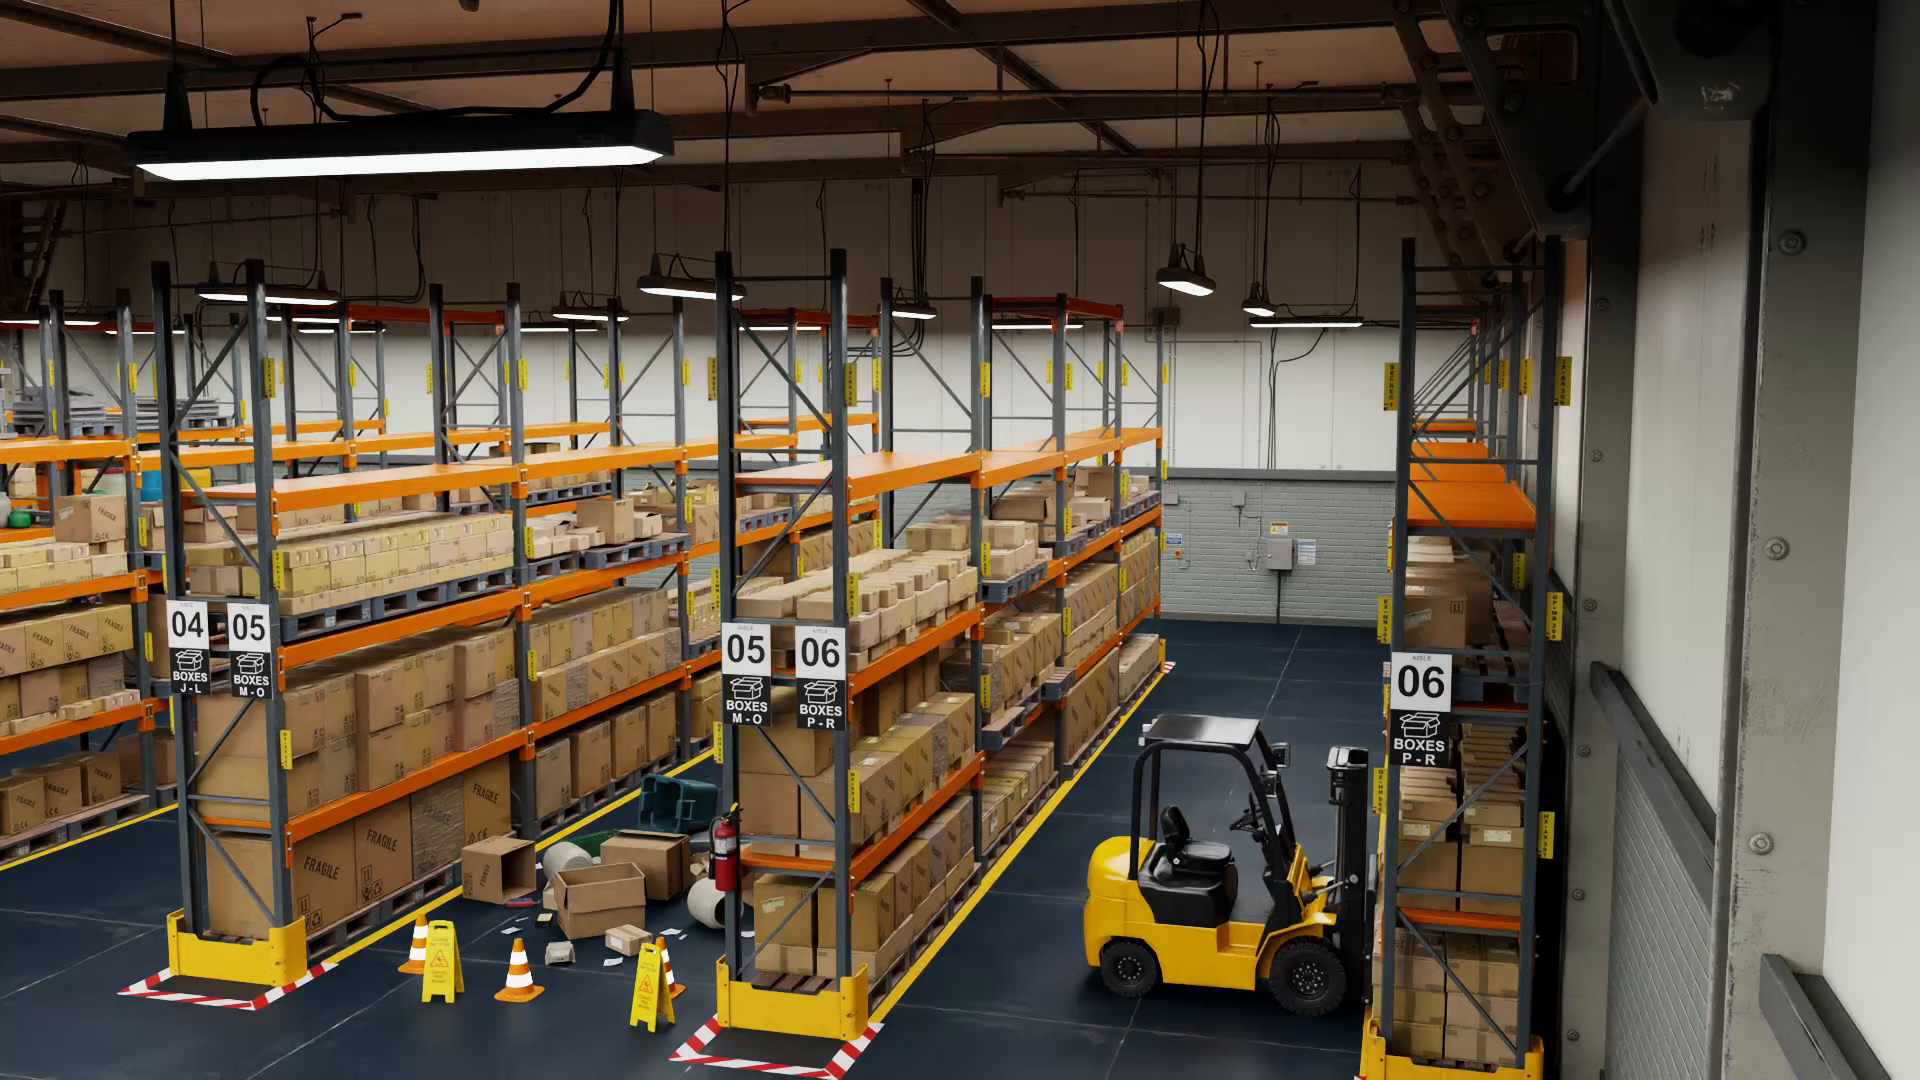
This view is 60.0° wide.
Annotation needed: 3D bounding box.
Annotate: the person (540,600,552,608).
[{"bbox_3d":[-6.258,1.702,24.977,0.421,1.607,1.061,2,6,16],"label":"person"}]
